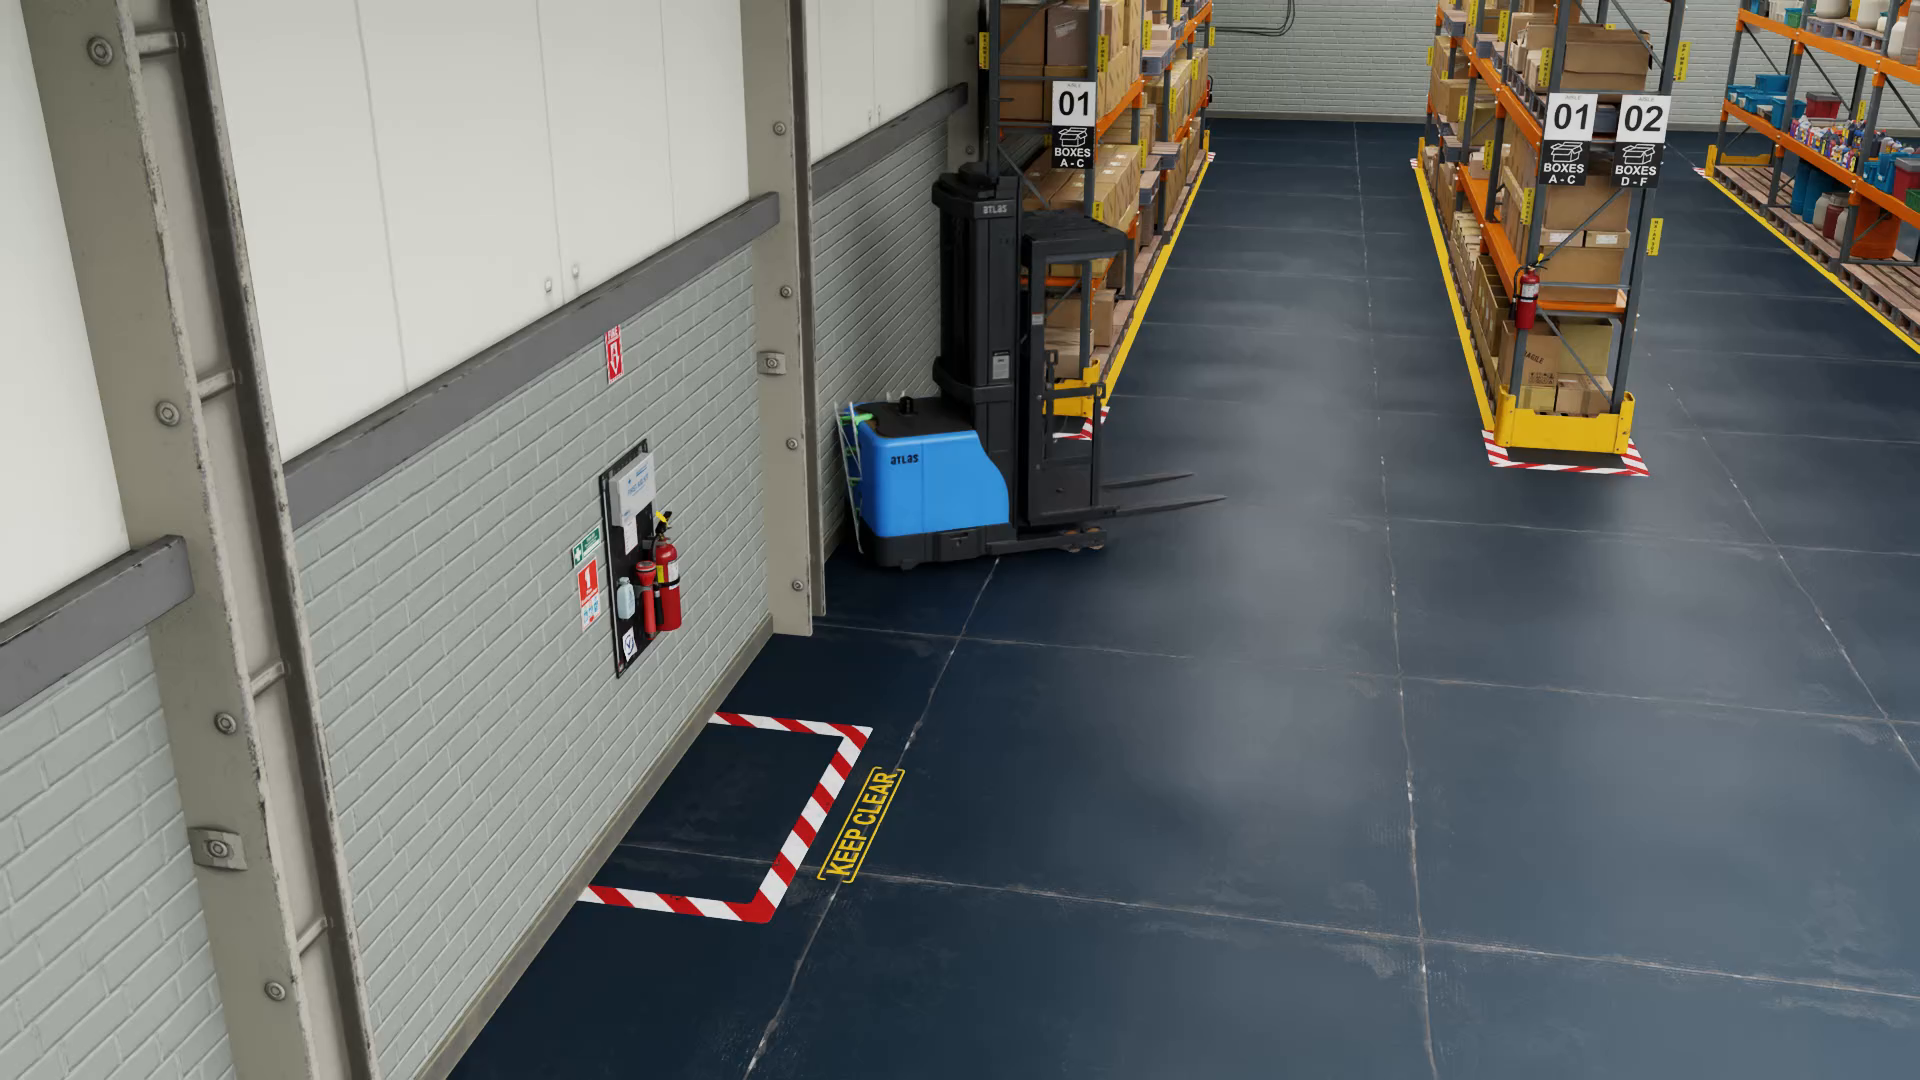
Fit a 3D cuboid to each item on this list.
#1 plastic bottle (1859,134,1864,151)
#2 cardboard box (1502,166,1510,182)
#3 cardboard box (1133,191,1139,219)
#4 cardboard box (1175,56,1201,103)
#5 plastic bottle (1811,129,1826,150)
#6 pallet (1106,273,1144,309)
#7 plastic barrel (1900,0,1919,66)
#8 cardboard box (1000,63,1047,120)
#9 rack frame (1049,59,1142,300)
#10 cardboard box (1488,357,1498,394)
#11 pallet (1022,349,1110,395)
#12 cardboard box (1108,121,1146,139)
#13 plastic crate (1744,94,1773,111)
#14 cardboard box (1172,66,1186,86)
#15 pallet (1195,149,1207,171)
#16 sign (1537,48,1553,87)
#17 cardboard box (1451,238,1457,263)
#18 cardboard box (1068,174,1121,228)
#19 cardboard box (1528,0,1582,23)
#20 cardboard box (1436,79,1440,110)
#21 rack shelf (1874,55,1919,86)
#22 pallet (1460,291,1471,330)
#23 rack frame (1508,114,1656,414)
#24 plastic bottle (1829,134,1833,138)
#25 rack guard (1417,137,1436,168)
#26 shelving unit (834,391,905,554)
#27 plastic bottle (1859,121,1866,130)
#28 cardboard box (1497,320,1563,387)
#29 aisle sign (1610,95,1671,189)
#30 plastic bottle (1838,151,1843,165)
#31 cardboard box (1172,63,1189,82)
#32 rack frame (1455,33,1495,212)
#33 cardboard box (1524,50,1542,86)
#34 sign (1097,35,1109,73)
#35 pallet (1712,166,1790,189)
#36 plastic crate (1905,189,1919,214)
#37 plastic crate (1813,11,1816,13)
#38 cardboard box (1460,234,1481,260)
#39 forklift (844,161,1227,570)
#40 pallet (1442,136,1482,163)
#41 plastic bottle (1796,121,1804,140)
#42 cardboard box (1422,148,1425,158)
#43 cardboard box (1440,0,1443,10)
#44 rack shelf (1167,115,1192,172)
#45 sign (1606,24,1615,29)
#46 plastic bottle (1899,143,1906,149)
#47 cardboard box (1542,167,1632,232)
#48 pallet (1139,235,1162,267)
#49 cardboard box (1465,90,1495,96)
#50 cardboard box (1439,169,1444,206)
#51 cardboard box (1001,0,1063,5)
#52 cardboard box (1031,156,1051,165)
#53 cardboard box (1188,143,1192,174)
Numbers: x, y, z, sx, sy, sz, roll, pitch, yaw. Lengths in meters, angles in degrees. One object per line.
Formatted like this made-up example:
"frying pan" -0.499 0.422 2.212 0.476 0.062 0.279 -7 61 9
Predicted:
"plastic bottle" 12.772 -5.628 23.485 0.097 0.271 0.097 0 22 0
"cardboard box" 6.189 -4.023 18.325 0.380 0.149 0.250 4 22 11
"cardboard box" 1.783 -3.879 19.143 0.500 0.250 0.500 5 22 11
"cardboard box" 3.636 -7.931 28.629 0.980 0.700 0.700 3 22 8
"plastic bottle" 12.211 -5.685 23.619 0.152 0.276 0.135 4 22 11
"pallet" 1.741 -3.127 20.834 1.003 0.211 1.213 4 22 11
"plastic barrel" 11.718 -6.183 20.005 0.600 0.901 0.600 0 22 0
"cardboard box" 0.604 -4.291 15.818 0.500 0.500 0.500 6 23 15
"rack frame" 1.583 -4.135 19.606 1.000 3.000 0.127 4 22 11
"cardboard box" 5.528 -1.618 16.474 0.500 0.250 0.500 4 22 11
"pallet" 0.983 -1.701 17.295 1.003 0.211 1.213 4 22 11
"cardboard box" 1.945 -5.016 21.071 0.700 0.500 0.500 8 23 18
"plastic crate" 13.089 -7.172 27.291 0.416 0.233 0.300 4 22 11
"cardboard box" 3.153 -7.039 25.255 0.500 0.250 0.500 5 22 12
"pallet" 3.945 -6.932 30.283 1.003 0.211 1.213 4 22 11
"sign" 5.089 -4.108 14.444 0.100 0.325 0.005 4 22 11
"cardboard box" 6.754 -3.788 21.863 0.500 0.250 0.500 4 22 9
"cardboard box" 1.381 -3.480 17.150 0.500 0.500 0.500 4 22 9
"cardboard box" 6.598 -5.846 18.474 0.500 0.500 0.500 5 22 12
"cardboard box" 8.123 -7.310 27.356 0.500 0.500 0.500 5 22 12
"rack shelf" 11.690 -5.169 19.121 1.077 0.370 4.000 4 22 11
"pallet" 6.546 -2.738 19.869 1.003 0.211 1.213 4 22 11
"rack frame" 5.617 -2.296 15.040 1.000 3.000 0.127 4 22 11
"plastic bottle" 12.121 -5.499 23.149 0.061 0.283 0.133 4 22 11
"rack guard" 8.867 -6.960 29.967 1.175 0.500 0.348 4 22 11
"shelving unit" -0.614 -0.530 13.037 0.503 1.200 0.258 -16 12 -33
"plastic bottle" 13.009 -5.854 23.940 0.144 0.351 0.185 4 22 11
"cardboard box" 5.436 -1.782 15.878 0.500 0.500 0.500 4 22 11
"aisle sign" 5.904 -3.455 14.436 0.394 0.787 0.004 4 22 11
"plastic bottle" 11.911 -5.163 22.425 0.097 0.201 0.097 0 22 0
"cardboard box" 3.257 -7.226 25.718 0.500 0.250 0.500 5 22 12
"rack frame" 7.250 -5.222 22.304 1.000 3.000 0.127 4 22 11
"cardboard box" 5.708 -4.551 15.992 0.500 0.311 0.500 7 23 17
"sign" 1.298 -4.428 15.148 0.100 0.325 0.005 4 22 11
"pallet" 13.524 -6.177 28.407 1.003 0.211 1.213 4 22 11
"plastic crate" 11.361 -3.940 19.406 0.450 0.188 0.662 4 22 11
"plastic crate" 13.552 -8.263 26.194 0.437 0.136 0.530 4 22 11
"cardboard box" 6.546 -3.665 20.807 0.500 0.311 0.500 4 22 10
"forklift" 0.646 -1.440 13.005 3.031 2.935 1.130 -7 23 -17
"pallet" 7.319 -5.386 22.969 1.213 0.211 1.003 4 22 11
"plastic bottle" 12.369 -6.017 24.450 0.097 0.271 0.097 0 22 0
"cardboard box" 8.460 -6.902 29.704 0.380 0.149 0.250 4 22 11
"cardboard box" 8.414 -9.119 28.167 0.500 0.250 0.500 4 22 11
"rack shelf" 2.808 -5.996 25.189 1.077 0.370 4.000 4 22 11
"sign" 6.977 -5.385 17.897 0.100 0.325 0.005 4 22 11
"plastic bottle" 12.716 -5.222 22.460 0.061 0.283 0.133 4 22 11
"cardboard box" 5.736 -3.133 15.248 0.700 0.500 0.500 5 22 11
"pallet" 2.239 -4.019 23.050 1.003 0.211 1.213 4 22 11
"cardboard box" 7.766 -6.275 24.224 0.700 0.500 0.500 -1 22 -3
"cardboard box" 7.631 -5.375 25.442 0.500 0.500 0.500 5 22 12
"cardboard box" 0.700 -4.961 16.143 0.500 0.500 0.500 6 23 14
"cardboard box" 1.067 -3.896 18.183 0.500 0.500 0.500 5 22 12
"cardboard box" 3.575 -6.546 28.375 0.700 0.500 0.500 4 22 10
